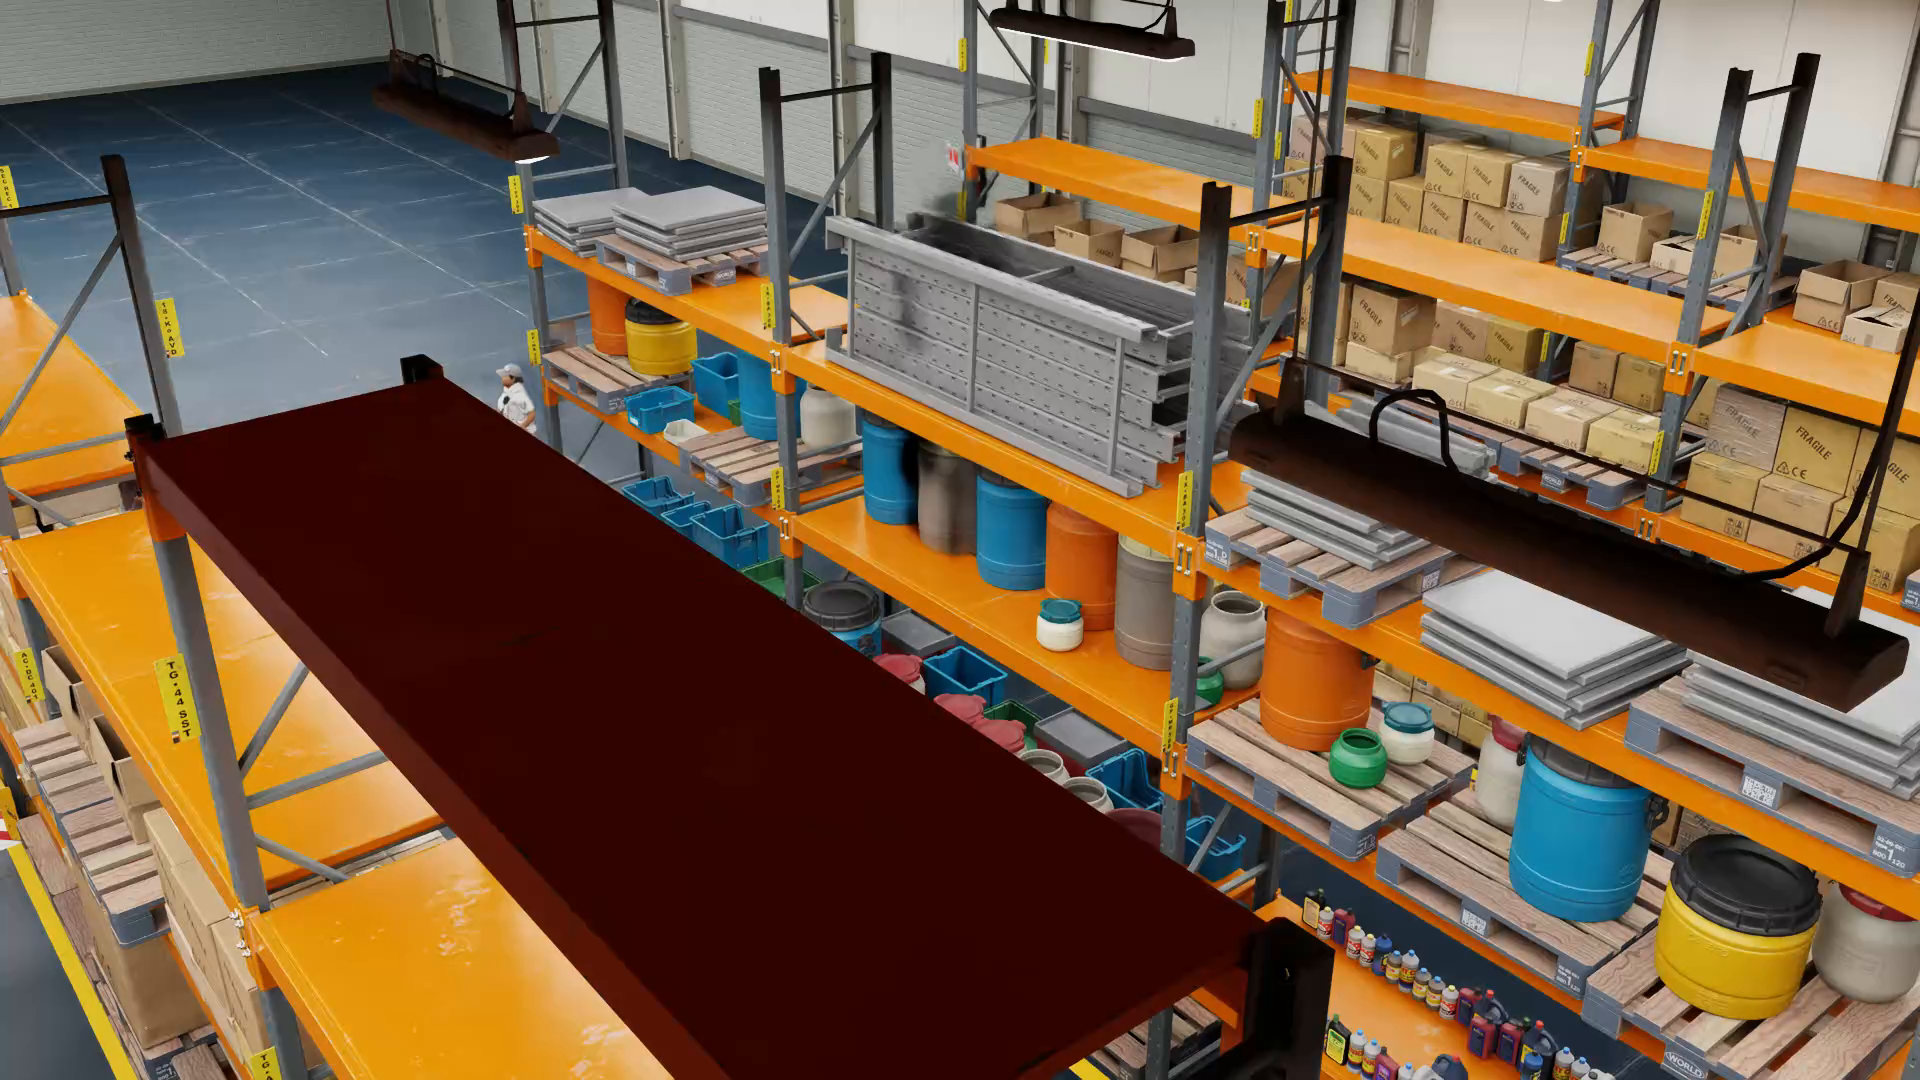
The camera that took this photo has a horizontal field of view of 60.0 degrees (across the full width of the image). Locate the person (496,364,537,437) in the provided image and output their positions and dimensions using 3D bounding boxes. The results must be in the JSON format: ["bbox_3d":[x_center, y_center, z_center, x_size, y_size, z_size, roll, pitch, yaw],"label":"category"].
[{"bbox_3d":[-4.983,-1.236,18.949,0.674,1.630,0.613,-10,28,-21],"label":"person"}]

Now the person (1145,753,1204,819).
[{"bbox_3d":[1.698,1.584,13.053,0.647,1.714,0.642,23,34,39],"label":"person"}]

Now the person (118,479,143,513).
[{"bbox_3d":[-8.279,-0.233,16.756,0.724,1.798,0.732,-2,26,-4],"label":"person"}]
